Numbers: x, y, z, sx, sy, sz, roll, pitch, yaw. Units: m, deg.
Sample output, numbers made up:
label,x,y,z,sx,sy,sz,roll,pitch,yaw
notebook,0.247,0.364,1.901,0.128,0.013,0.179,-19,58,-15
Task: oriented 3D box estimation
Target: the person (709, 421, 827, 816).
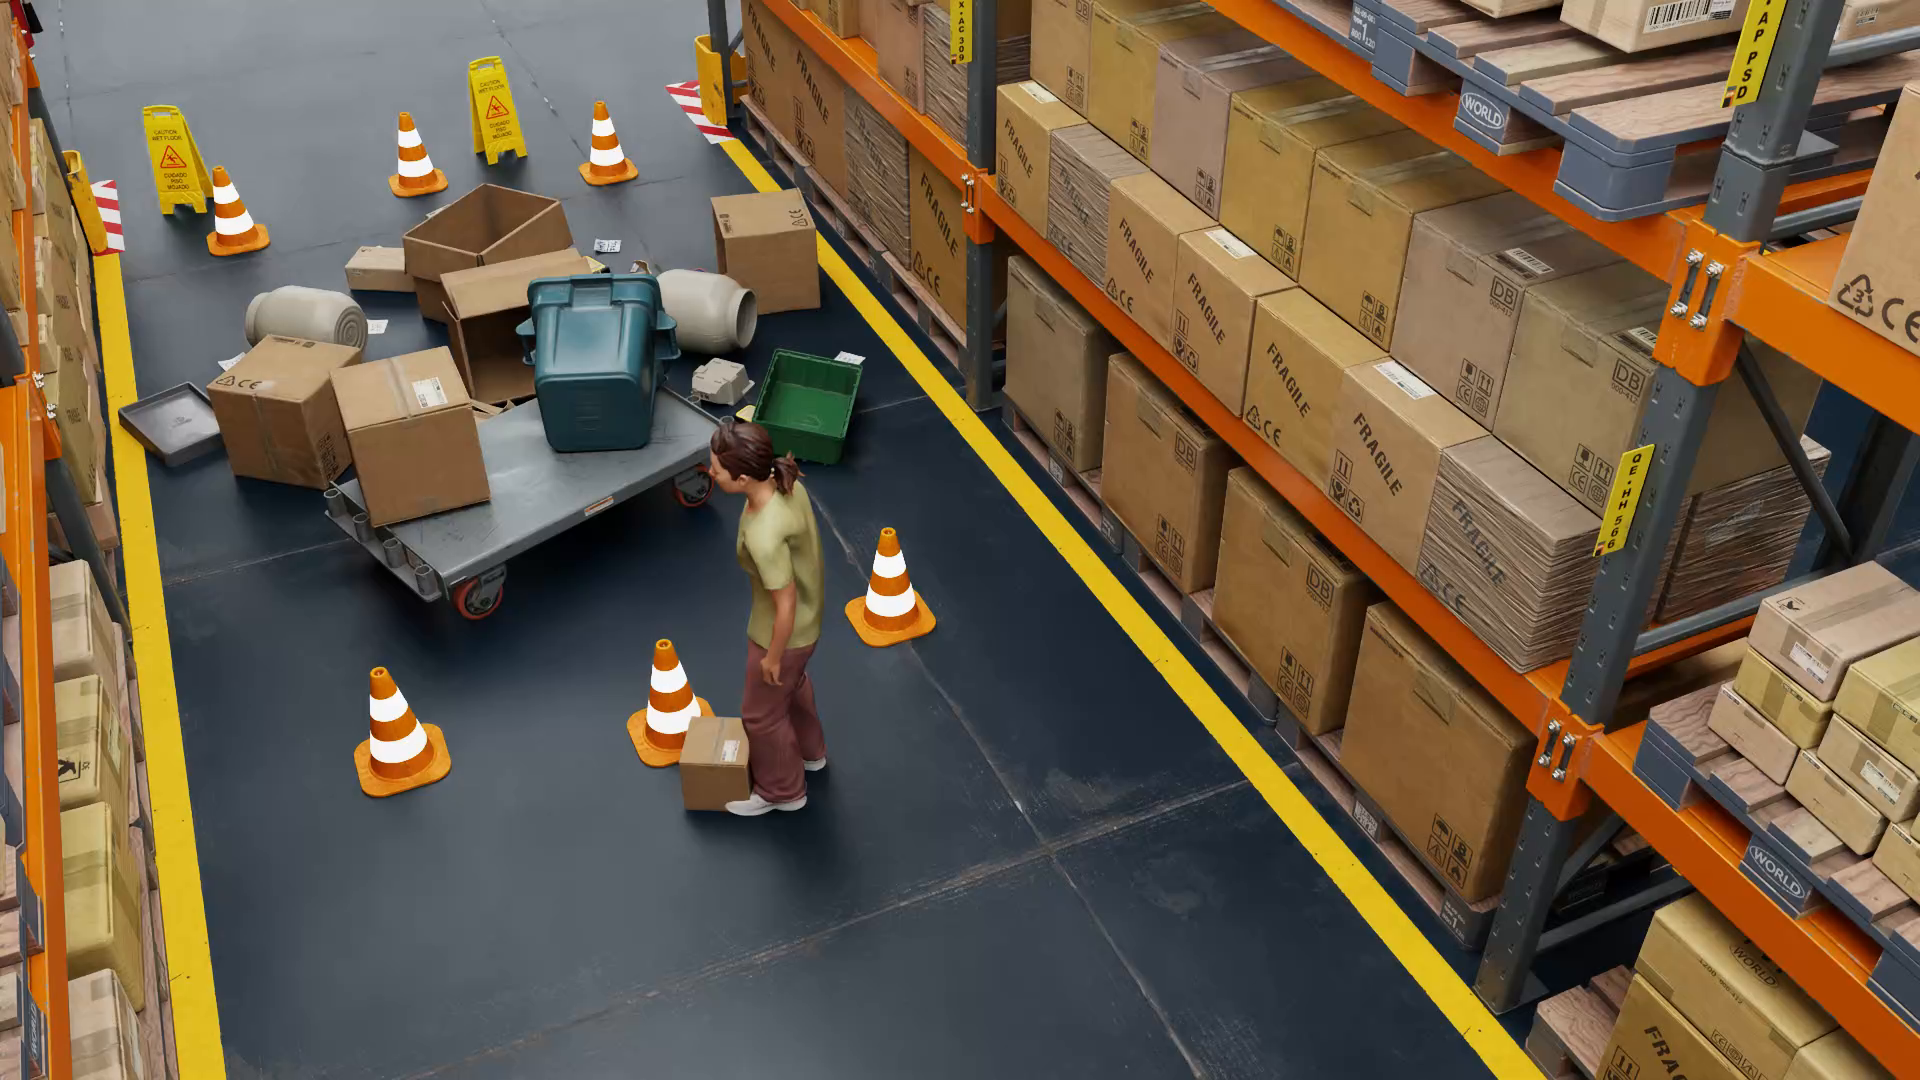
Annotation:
label,x,y,z,sx,sy,sz,roll,pitch,yaw
person,-0.672,0.285,5.780,0.416,1.671,0.509,1,37,1
